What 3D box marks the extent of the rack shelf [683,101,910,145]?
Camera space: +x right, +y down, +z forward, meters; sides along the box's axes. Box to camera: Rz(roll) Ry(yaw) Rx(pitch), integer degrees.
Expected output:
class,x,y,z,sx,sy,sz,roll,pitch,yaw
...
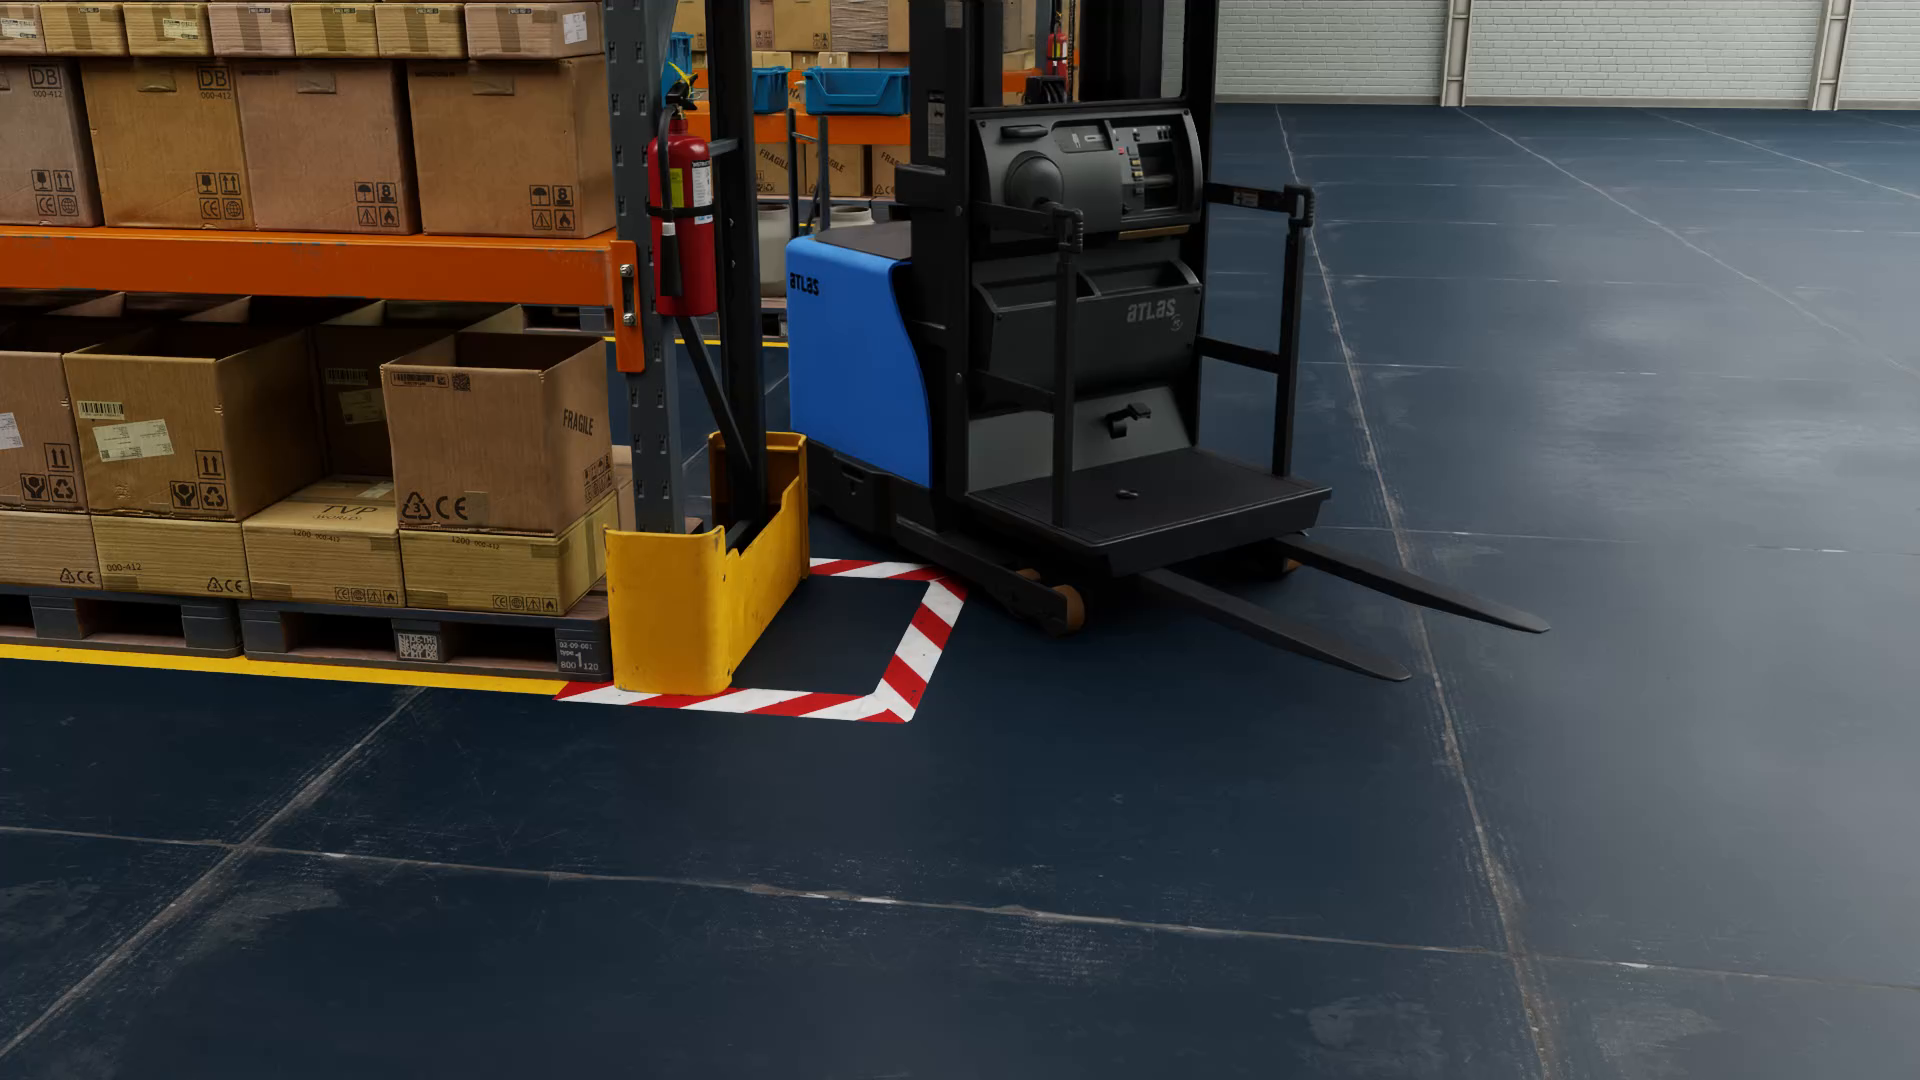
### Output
class,x,y,z,sx,sy,sz,roll,pitch,yaw
rack shelf,-1.998,-2.460,10.063,4.000,0.370,1.077,3,19,9

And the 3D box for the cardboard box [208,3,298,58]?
class,x,y,z,sx,sy,sz,roll,pitch,yaw
cardboard box,-1.979,-1.503,4.887,0.250,0.149,0.380,3,19,9

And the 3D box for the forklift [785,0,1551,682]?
class,x,y,z,sx,sy,sz,roll,pitch,yaw
forklift,0.571,-1.253,5.429,1.130,2.935,3.031,-13,22,-33

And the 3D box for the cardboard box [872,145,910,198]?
class,x,y,z,sx,sy,sz,roll,pitch,yaw
cardboard box,-0.447,-3.322,14.783,0.500,0.500,0.500,8,20,23

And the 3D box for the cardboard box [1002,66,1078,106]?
class,x,y,z,sx,sy,sz,roll,pitch,yaw
cardboard box,0.969,-5.006,19.225,0.875,0.875,0.875,3,19,9

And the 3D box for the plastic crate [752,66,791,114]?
class,x,y,z,sx,sy,sz,roll,pitch,yaw
plastic crate,-1.205,-2.596,9.570,0.408,0.251,0.499,3,19,9

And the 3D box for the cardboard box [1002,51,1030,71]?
class,x,y,z,sx,sy,sz,roll,pitch,yaw
cardboard box,0.448,-4.083,14.175,0.250,0.149,0.380,3,19,9

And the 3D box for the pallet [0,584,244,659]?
class,x,y,z,sx,sy,sz,roll,pitch,yaw
pallet,-2.775,0.086,5.715,1.213,0.211,1.003,3,19,9

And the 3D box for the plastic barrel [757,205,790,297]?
class,x,y,z,sx,sy,sz,roll,pitch,yaw
plastic barrel,-1.180,-1.755,10.079,0.421,0.512,0.421,0,18,0

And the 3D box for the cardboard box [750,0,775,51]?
class,x,y,z,sx,sy,sz,roll,pitch,yaw
cardboard box,-1.755,-4.571,14.609,0.500,0.500,0.875,3,19,9

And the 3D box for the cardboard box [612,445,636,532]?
class,x,y,z,sx,sy,sz,roll,pitch,yaw
cardboard box,-1.307,-0.141,5.669,0.500,0.250,0.500,3,19,9

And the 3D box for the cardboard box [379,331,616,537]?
class,x,y,z,sx,sy,sz,roll,pitch,yaw
cardboard box,-1.389,-0.334,5.063,0.500,0.500,0.500,3,19,9

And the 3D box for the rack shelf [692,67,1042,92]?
class,x,y,z,sx,sy,sz,roll,pitch,yaw
rack shelf,-1.212,-4.012,14.700,4.000,0.370,1.077,3,19,9

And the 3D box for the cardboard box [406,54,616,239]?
class,x,y,z,sx,sy,sz,roll,pitch,yaw
cardboard box,-1.271,-1.224,5.077,0.500,0.500,0.700,3,19,9

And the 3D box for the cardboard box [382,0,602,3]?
class,x,y,z,sx,sy,sz,roll,pitch,yaw
cardboard box,-1.324,-1.842,4.879,0.500,0.500,0.700,3,19,9

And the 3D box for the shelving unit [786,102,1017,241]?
class,x,y,z,sx,sy,sz,roll,pitch,yaw
shelving unit,-0.159,-1.104,7.240,1.048,1.500,0.538,-7,20,-20

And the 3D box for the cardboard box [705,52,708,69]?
class,x,y,z,sx,sy,sz,roll,pitch,yaw
cardboard box,-2.038,-4.174,14.447,0.250,0.149,0.380,3,19,9

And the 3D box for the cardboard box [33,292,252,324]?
class,x,y,z,sx,sy,sz,roll,pitch,yaw
cardboard box,-2.787,-0.573,5.778,0.500,0.500,0.500,3,19,9

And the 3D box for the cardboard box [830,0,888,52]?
class,x,y,z,sx,sy,sz,roll,pitch,yaw
cardboard box,-0.776,-4.504,14.409,0.500,0.500,0.875,3,19,9

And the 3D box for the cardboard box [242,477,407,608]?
class,x,y,z,sx,sy,sz,roll,pitch,yaw
cardboard box,-1.884,0.000,5.248,0.500,0.250,0.500,3,19,9

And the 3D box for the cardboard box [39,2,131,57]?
class,x,y,z,sx,sy,sz,roll,pitch,yaw
cardboard box,-2.498,-1.529,4.964,0.250,0.149,0.380,3,19,10

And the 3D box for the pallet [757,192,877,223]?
class,x,y,z,sx,sy,sz,roll,pitch,yaw
pallet,-1.310,-3.048,15.080,1.213,0.211,1.003,3,19,9

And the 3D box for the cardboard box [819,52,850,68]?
class,x,y,z,sx,sy,sz,roll,pitch,yaw
cardboard box,-1.049,-4.126,14.302,0.250,0.149,0.380,3,19,9

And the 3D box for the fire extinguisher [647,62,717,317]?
class,x,y,z,sx,sy,sz,roll,pitch,yaw
fire extinguisher,-0.769,-0.961,4.570,0.183,0.674,0.296,3,19,9

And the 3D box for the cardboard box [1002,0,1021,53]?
class,x,y,z,sx,sy,sz,roll,pitch,yaw
cardboard box,0.224,-4.477,14.331,0.500,0.500,0.875,3,19,9

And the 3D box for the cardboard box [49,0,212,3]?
class,x,y,z,sx,sy,sz,roll,pitch,yaw
cardboard box,-2.341,-1.892,5.028,0.500,0.500,0.700,3,19,9

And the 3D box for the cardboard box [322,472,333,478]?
class,x,y,z,sx,sy,sz,roll,pitch,yaw
cardboard box,-2.294,-0.190,5.817,0.500,0.250,0.500,3,19,9

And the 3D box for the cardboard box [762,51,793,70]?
class,x,y,z,sx,sy,sz,roll,pitch,yaw
cardboard box,-1.539,-4.158,14.400,0.250,0.149,0.380,3,19,9

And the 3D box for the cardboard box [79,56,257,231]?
class,x,y,z,sx,sy,sz,roll,pitch,yaw
cardboard box,-2.280,-1.276,5.231,0.500,0.500,0.700,3,19,9

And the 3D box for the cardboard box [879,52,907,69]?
class,x,y,z,sx,sy,sz,roll,pitch,yaw
cardboard box,-0.538,-4.135,14.331,0.250,0.149,0.380,3,19,9

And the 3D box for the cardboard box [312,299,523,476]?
class,x,y,z,sx,sy,sz,roll,pitch,yaw
cardboard box,-1.801,-0.521,5.624,0.500,0.500,0.500,3,19,9

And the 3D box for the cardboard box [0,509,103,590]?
class,x,y,z,sx,sy,sz,roll,pitch,yaw
cardboard box,-2.872,-0.051,5.399,0.500,0.250,0.500,3,19,9

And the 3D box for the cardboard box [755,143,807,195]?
class,x,y,z,sx,sy,sz,roll,pitch,yaw
cardboard box,-1.606,-3.402,15.021,0.500,0.500,0.500,1,19,4

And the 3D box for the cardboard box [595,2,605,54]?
class,x,y,z,sx,sy,sz,roll,pitch,yaw
cardboard box,-1.166,-1.591,5.152,0.250,0.149,0.380,3,19,8

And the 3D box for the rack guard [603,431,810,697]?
class,x,y,z,sx,sy,sz,roll,pitch,yaw
rack guard,-0.789,0.037,5.404,0.348,0.500,1.175,3,19,9

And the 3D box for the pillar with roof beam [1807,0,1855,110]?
class,x,y,z,sx,sy,sz,roll,pitch,yaw
pillar with roof beam,13.739,-10.122,22.373,0.400,9.000,9.100,3,19,9

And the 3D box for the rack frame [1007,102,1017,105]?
class,x,y,z,sx,sy,sz,roll,pitch,yaw
rack frame,0.314,-1.164,7.418,0.032,1.500,0.500,-7,20,-20

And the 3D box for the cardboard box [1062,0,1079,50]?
class,x,y,z,sx,sy,sz,roll,pitch,yaw
cardboard box,1.276,-5.877,18.904,0.550,0.550,0.875,3,19,9

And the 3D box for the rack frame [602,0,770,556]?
class,x,y,z,sx,sy,sz,roll,pitch,yaw
rack frame,-0.812,-1.149,5.011,0.127,3.000,1.000,3,19,9

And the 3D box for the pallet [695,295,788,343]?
class,x,y,z,sx,sy,sz,roll,pitch,yaw
pallet,-0.907,-1.410,10.185,1.213,0.211,1.003,3,19,9

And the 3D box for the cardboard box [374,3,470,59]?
class,x,y,z,sx,sy,sz,roll,pitch,yaw
cardboard box,-1.478,-1.477,4.809,0.250,0.149,0.380,3,19,10

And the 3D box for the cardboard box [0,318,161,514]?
class,x,y,z,sx,sy,sz,roll,pitch,yaw
cardboard box,-2.872,-0.405,5.276,0.500,0.500,0.500,3,19,9

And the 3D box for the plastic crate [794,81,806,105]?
class,x,y,z,sx,sy,sz,roll,pitch,yaw
plastic crate,-0.856,-2.722,10.126,0.250,0.136,0.298,3,19,9
